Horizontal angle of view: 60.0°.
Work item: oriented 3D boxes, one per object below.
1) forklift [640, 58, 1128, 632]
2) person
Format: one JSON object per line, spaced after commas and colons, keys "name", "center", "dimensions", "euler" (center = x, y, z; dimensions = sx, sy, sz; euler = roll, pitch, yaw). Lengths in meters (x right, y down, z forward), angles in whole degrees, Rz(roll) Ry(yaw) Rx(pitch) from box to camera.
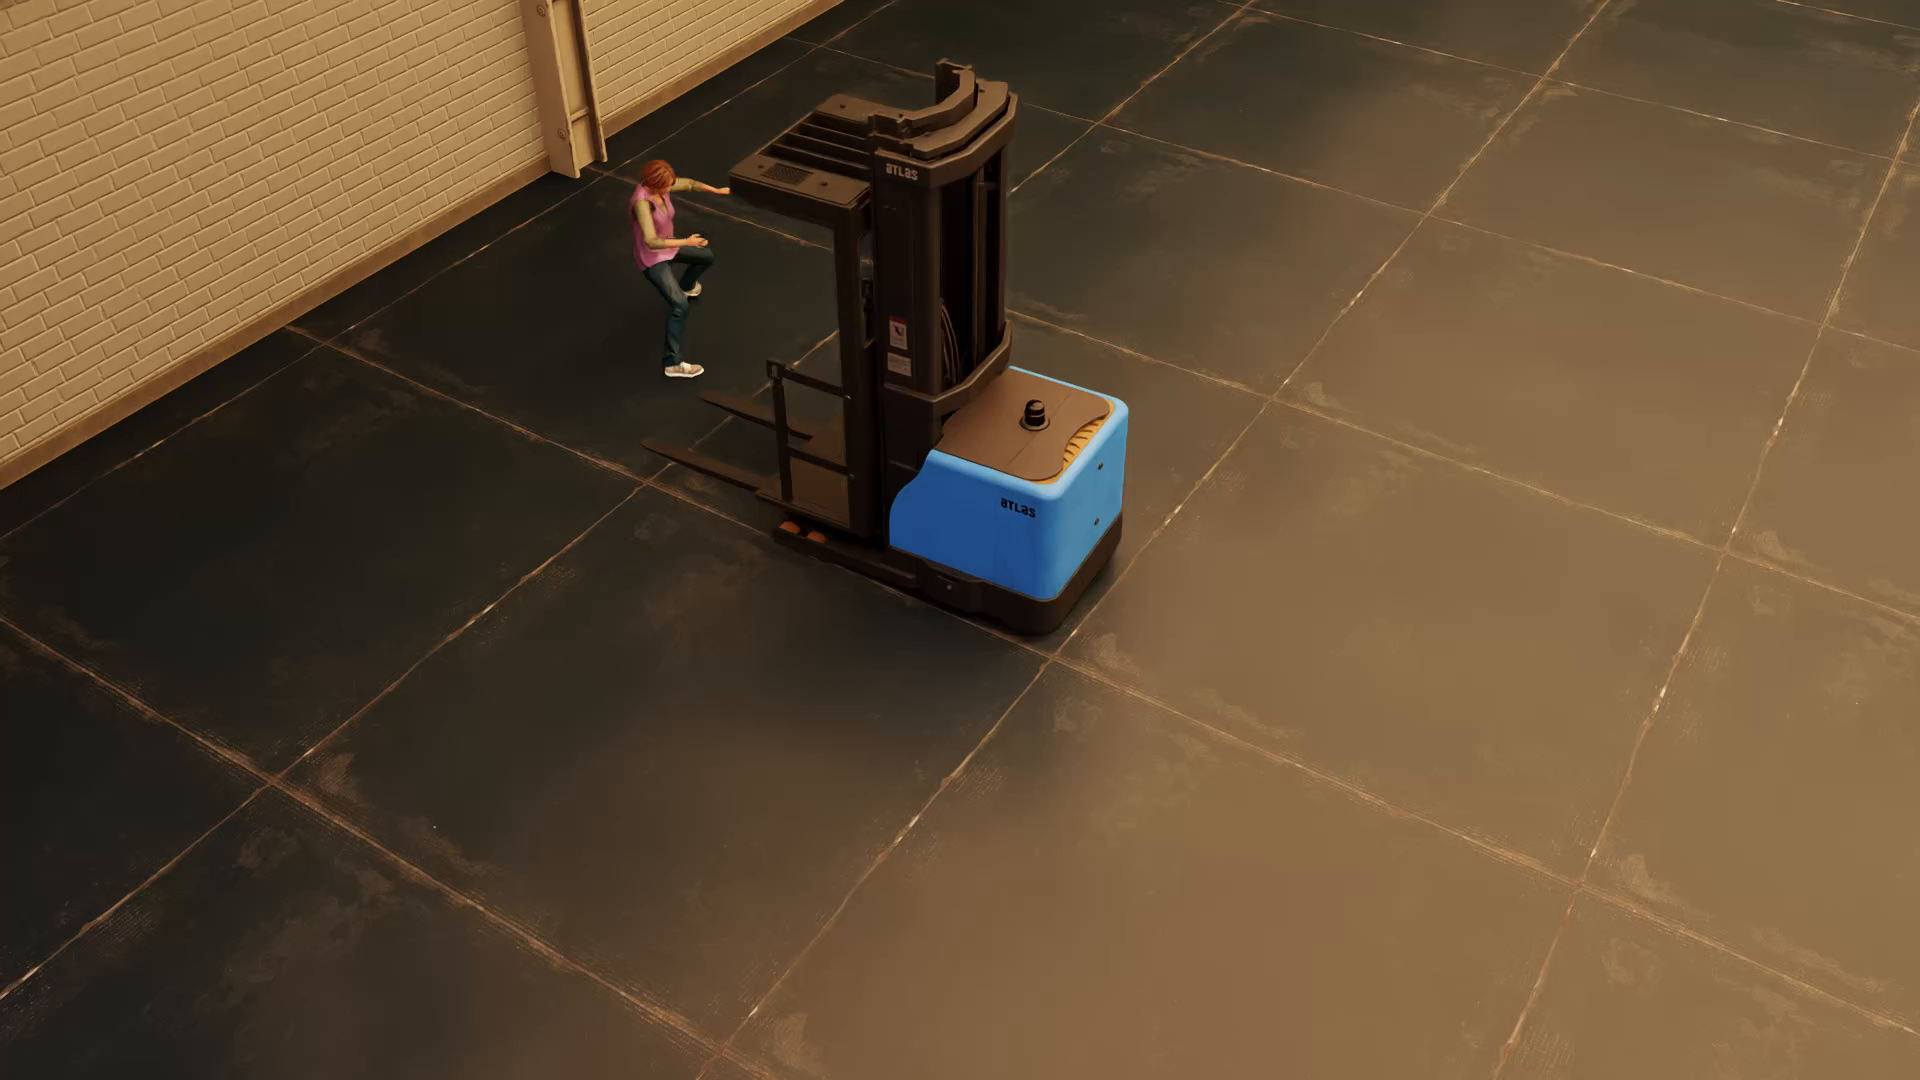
{"name": "forklift", "center": [-0.561, -1.282, 9.479], "dimensions": [3.031, 2.935, 1.130], "euler": [20, 44, 22]}
{"name": "person", "center": [-1.944, -2.013, 11.535], "dimensions": [0.599, 1.390, 1.106], "euler": [11, 42, 13]}
